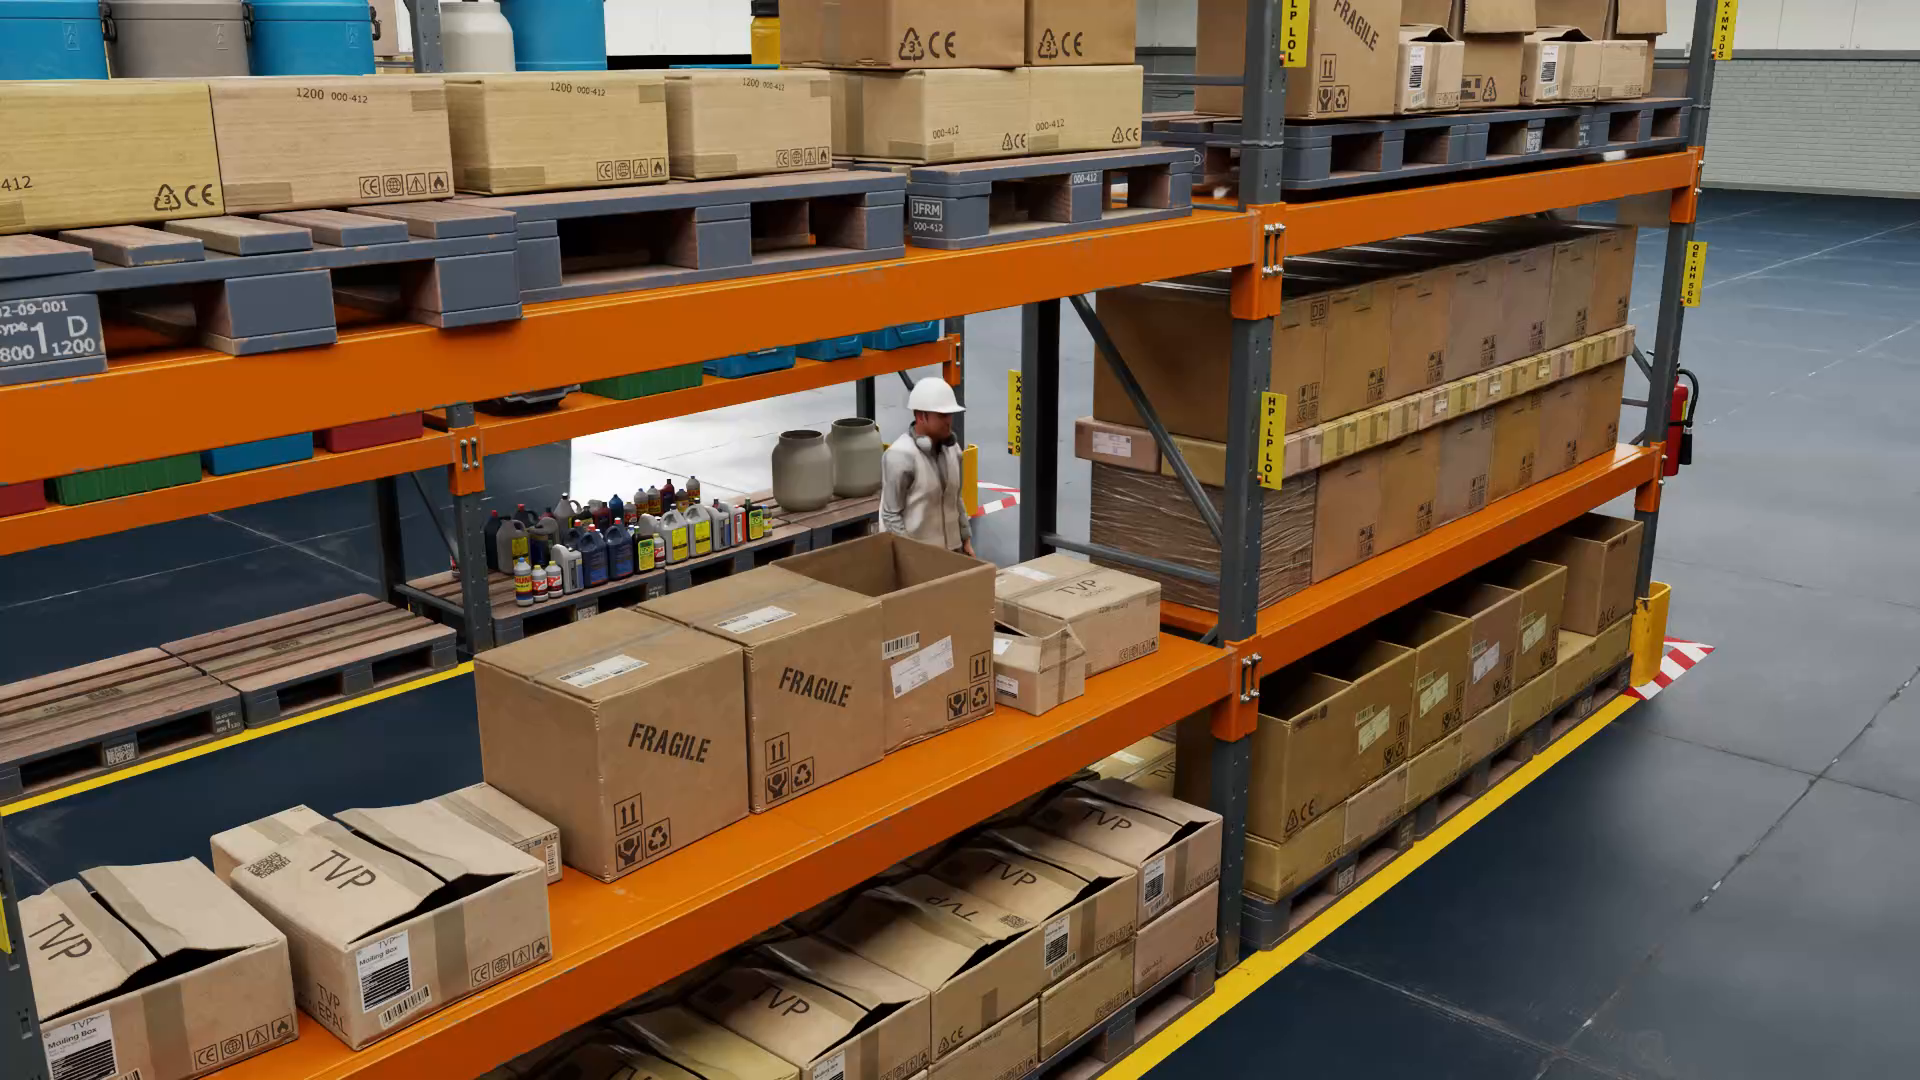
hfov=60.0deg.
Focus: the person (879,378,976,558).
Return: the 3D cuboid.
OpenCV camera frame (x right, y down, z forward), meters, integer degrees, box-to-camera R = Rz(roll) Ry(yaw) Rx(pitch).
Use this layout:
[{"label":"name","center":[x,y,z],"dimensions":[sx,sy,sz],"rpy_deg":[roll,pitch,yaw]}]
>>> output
[{"label":"person","center":[-0.172,0.066,8.268],"dimensions":[0.430,1.776,0.560],"rpy_deg":[14,22,38]}]
